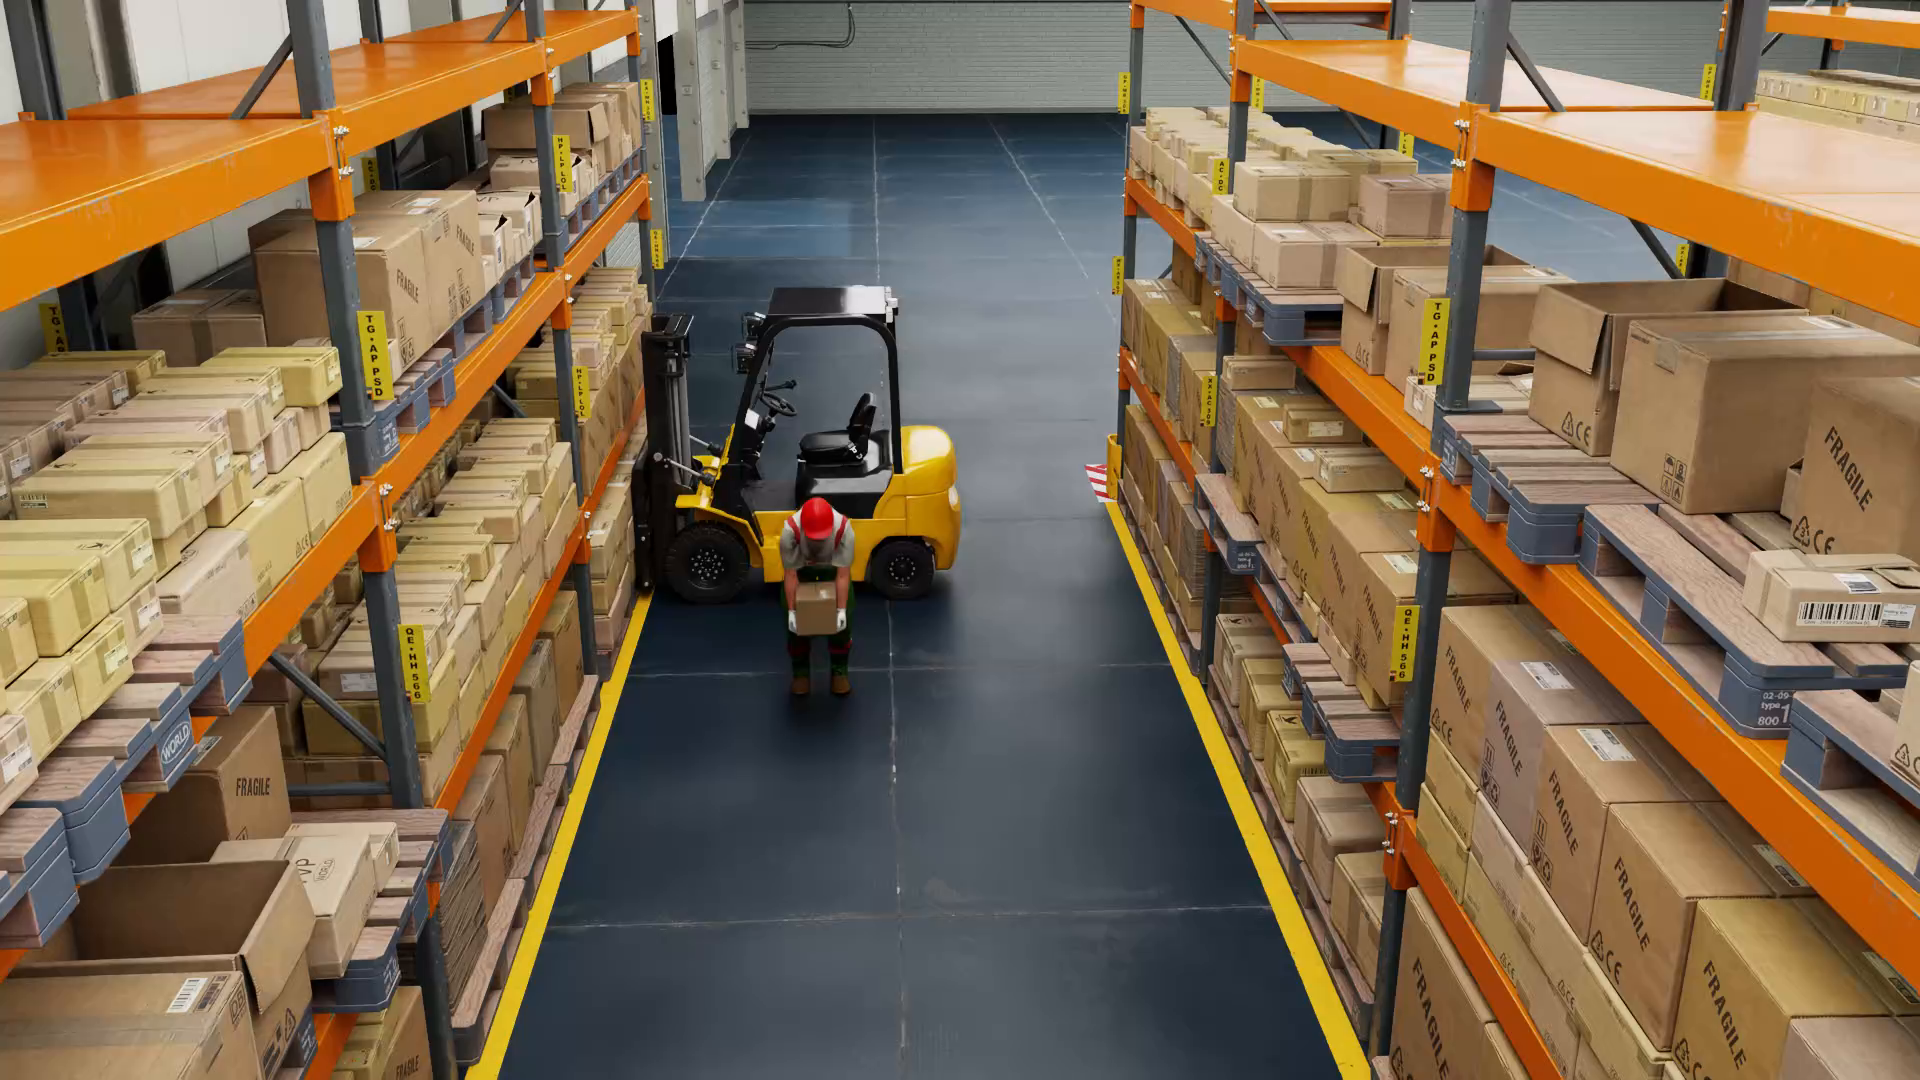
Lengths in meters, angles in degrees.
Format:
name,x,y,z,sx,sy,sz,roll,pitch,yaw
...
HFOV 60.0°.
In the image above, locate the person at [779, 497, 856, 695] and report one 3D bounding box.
name,x,y,z,sx,sy,sz,roll,pitch,yaw
person,-0.904,0.341,10.557,0.492,1.478,0.851,-2,20,-4
